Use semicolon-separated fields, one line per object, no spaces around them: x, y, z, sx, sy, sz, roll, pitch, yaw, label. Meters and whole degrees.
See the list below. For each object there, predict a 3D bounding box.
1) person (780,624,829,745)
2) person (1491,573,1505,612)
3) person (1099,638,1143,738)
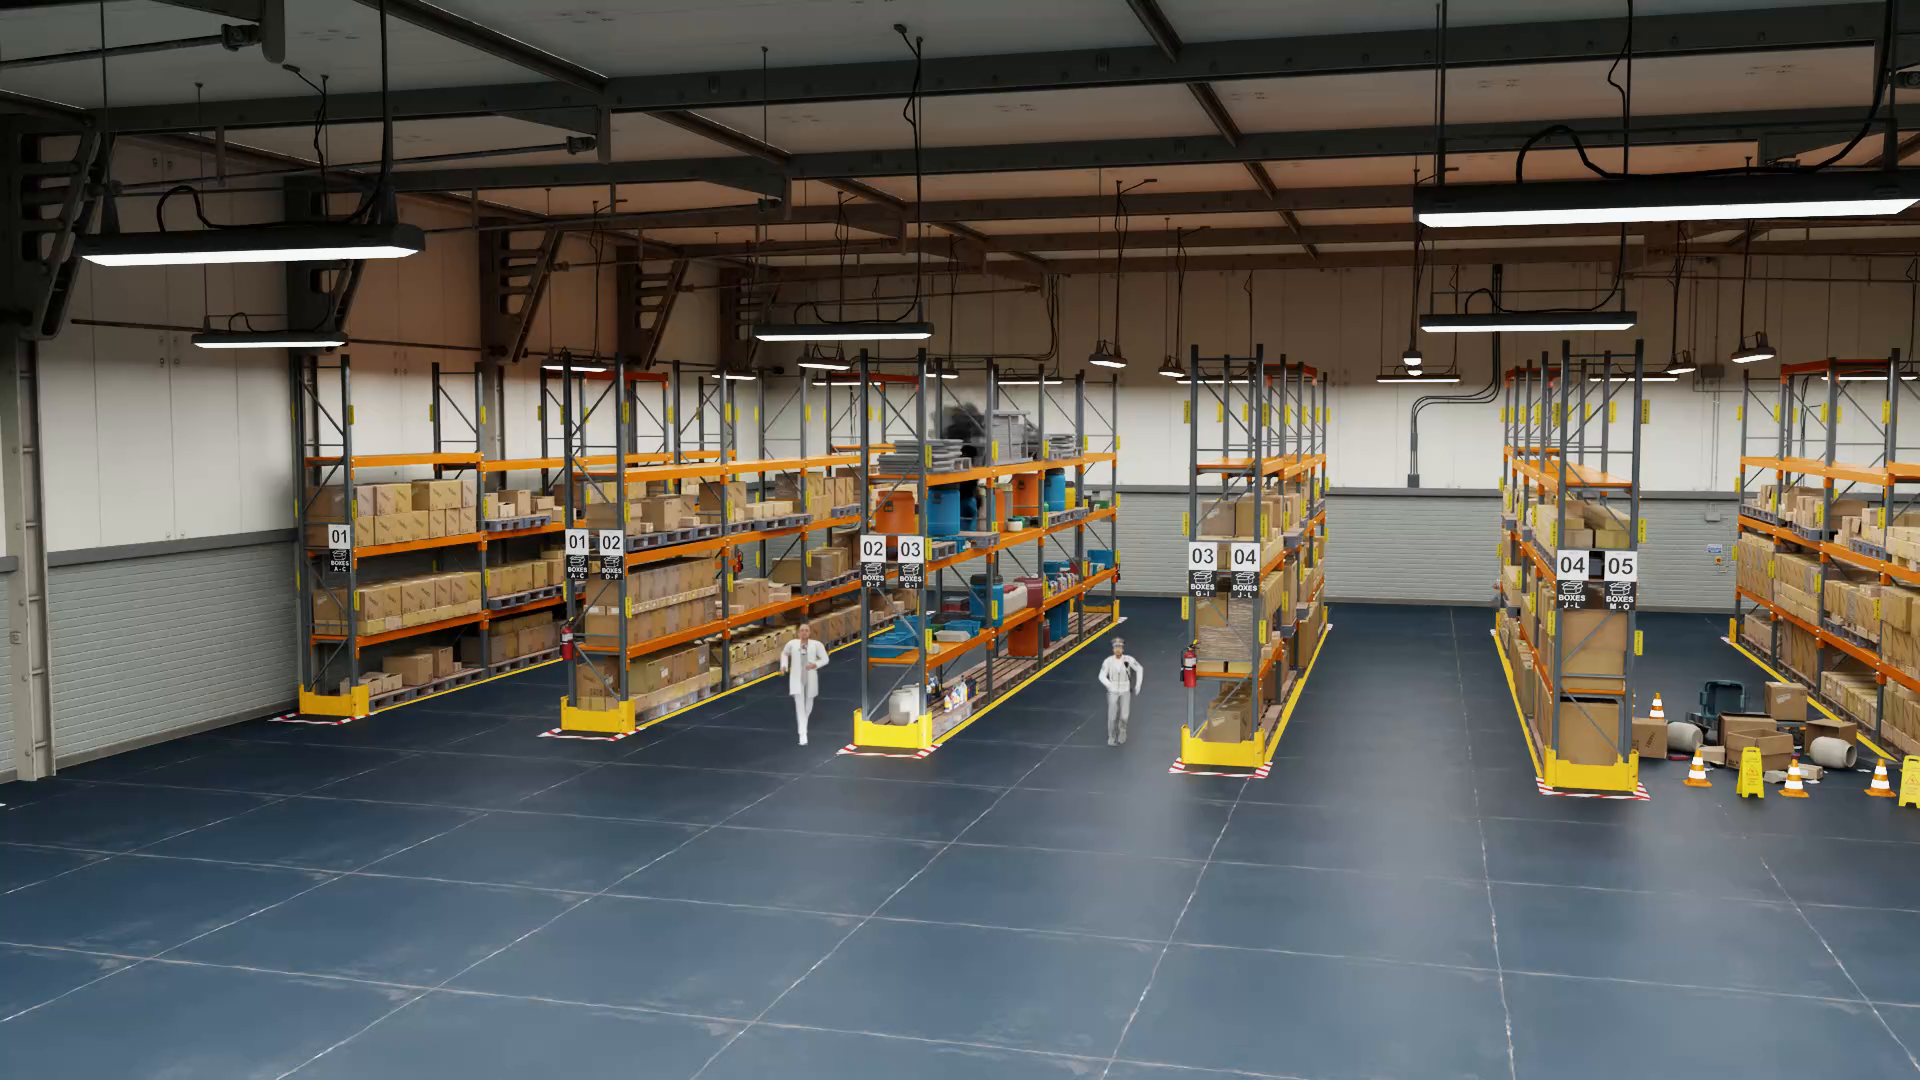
-2.396;2.242;25.702;0.740;1.726;0.966;-1;4;-14;person
12.780;1.223;39.195;0.568;1.715;0.788;2;5;29;person
2.408;2.252;25.012;0.648;1.576;0.624;1;4;10;person
